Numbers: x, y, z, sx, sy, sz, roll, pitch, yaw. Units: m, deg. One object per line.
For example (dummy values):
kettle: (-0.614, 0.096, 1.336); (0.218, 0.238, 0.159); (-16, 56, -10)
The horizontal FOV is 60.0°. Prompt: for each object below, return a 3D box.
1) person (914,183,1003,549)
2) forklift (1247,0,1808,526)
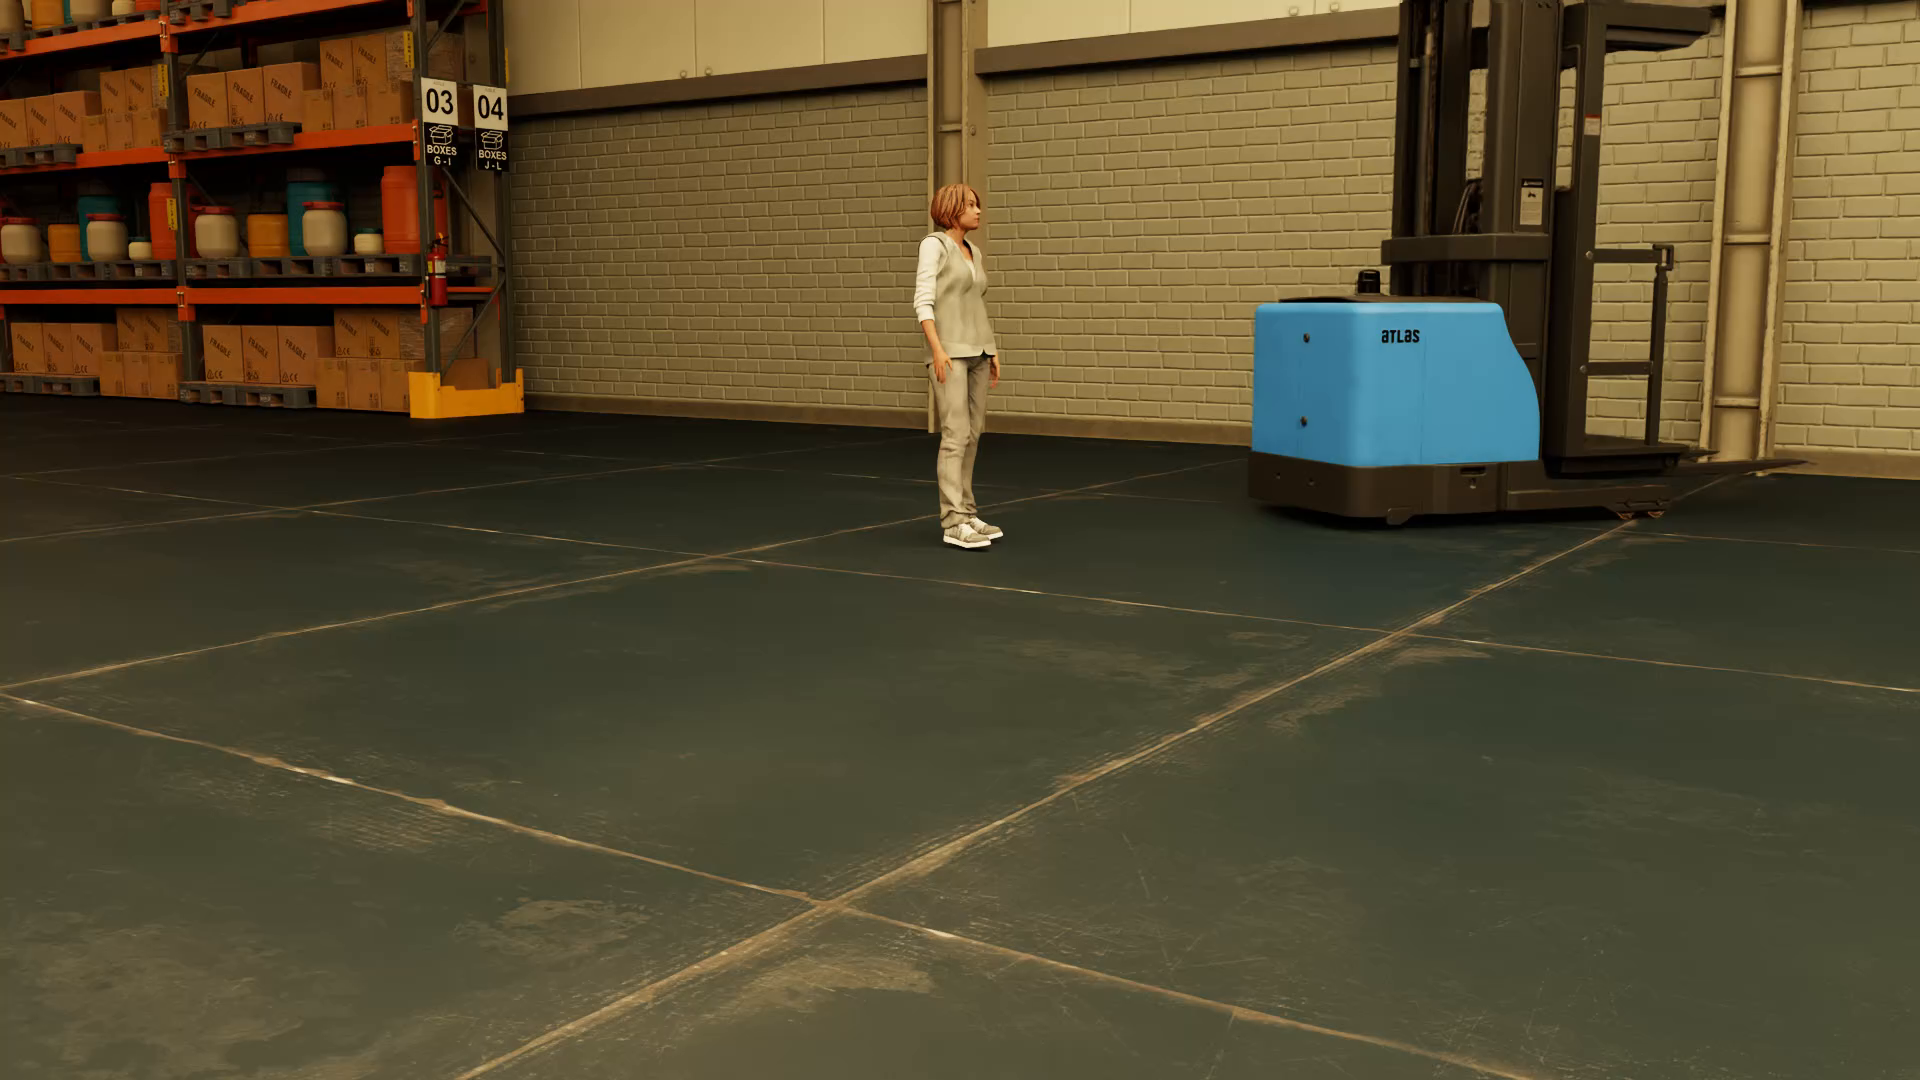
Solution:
person: (0.053, -0.791, 7.438); (0.475, 1.597, 0.520); (5, 10, 34)
forklift: (3.073, -1.625, 8.620); (3.031, 2.935, 1.130); (-3, 9, -21)
